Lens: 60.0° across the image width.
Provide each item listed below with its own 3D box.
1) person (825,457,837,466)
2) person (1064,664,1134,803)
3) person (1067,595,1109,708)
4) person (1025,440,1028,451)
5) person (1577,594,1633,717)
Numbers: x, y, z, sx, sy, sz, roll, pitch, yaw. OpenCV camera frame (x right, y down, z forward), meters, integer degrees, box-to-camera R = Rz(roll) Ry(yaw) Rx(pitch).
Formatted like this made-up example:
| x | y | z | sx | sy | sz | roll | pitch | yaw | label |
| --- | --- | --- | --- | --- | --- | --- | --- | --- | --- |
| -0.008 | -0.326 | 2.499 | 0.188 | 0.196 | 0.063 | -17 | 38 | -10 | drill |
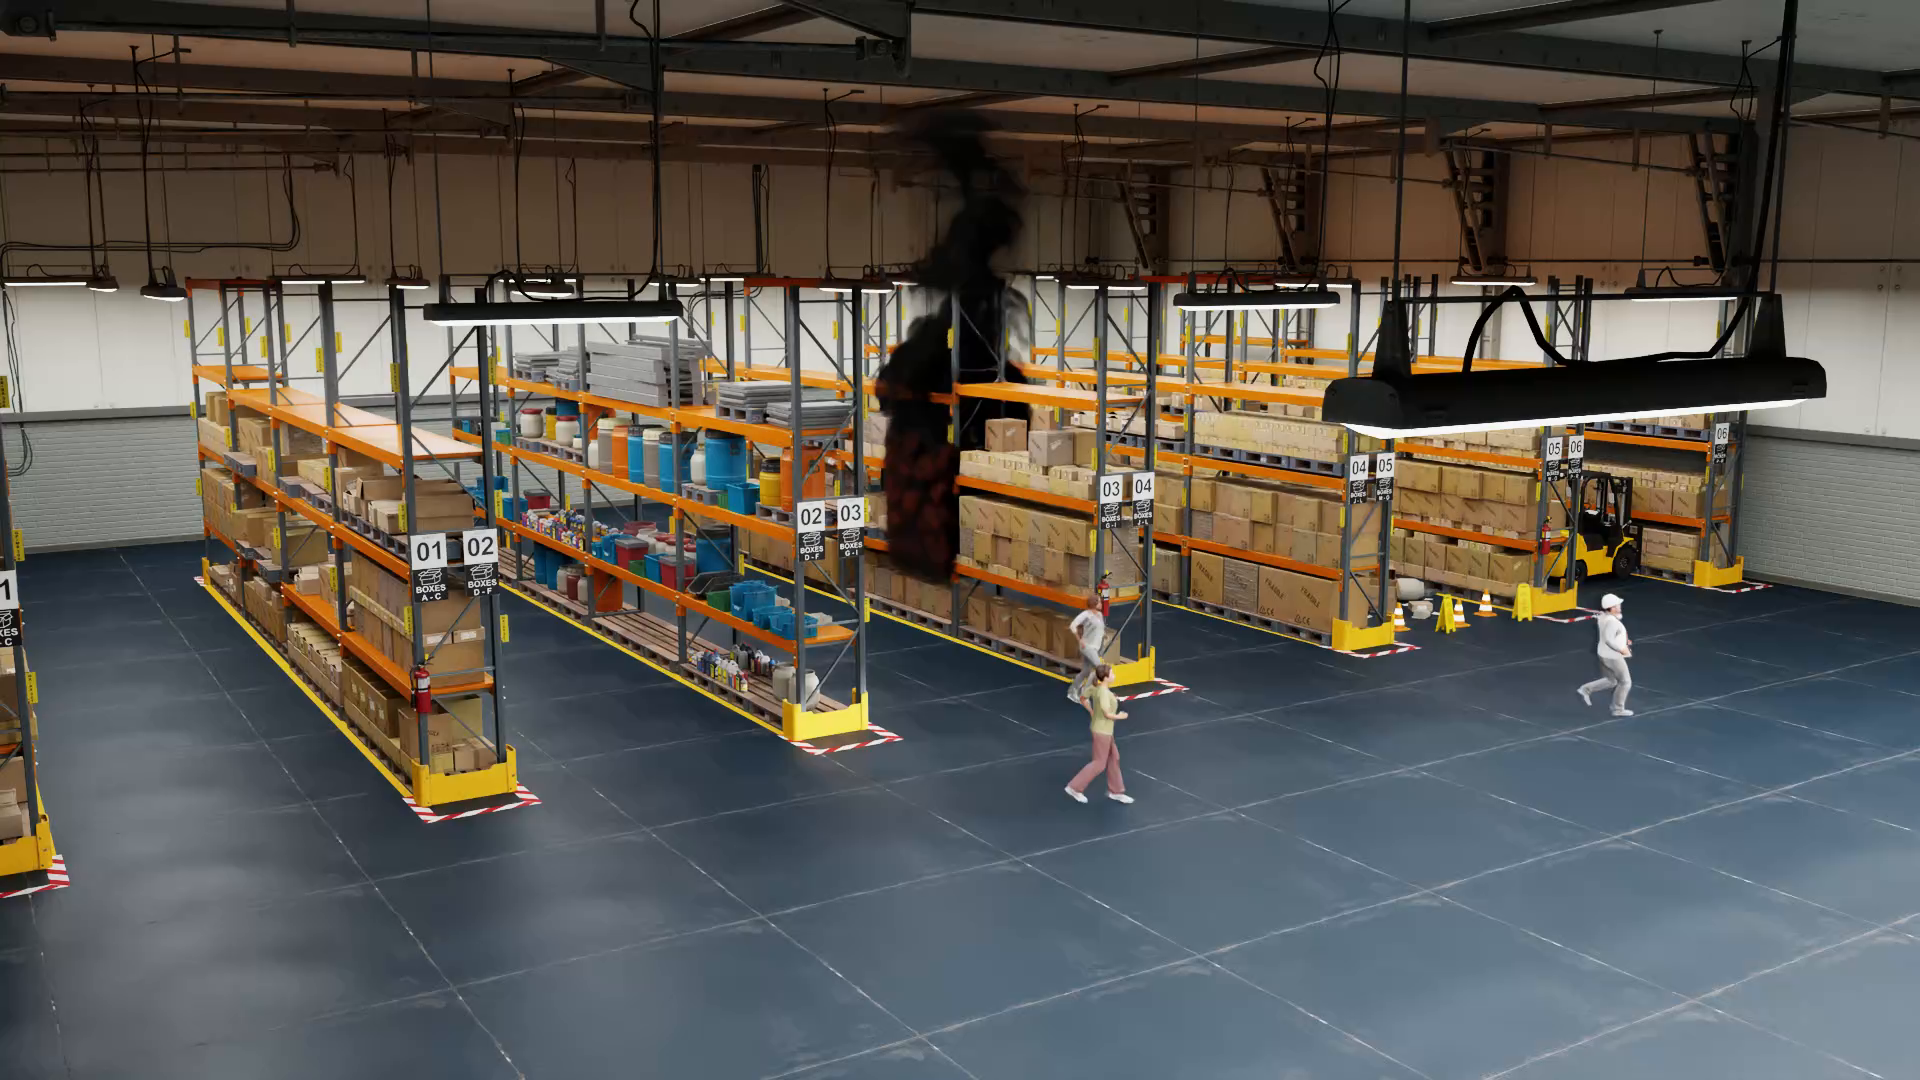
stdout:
| x | y | z | sx | sy | sz | roll | pitch | yaw | label |
| --- | --- | --- | --- | --- | --- | --- | --- | --- | --- |
| -3.226 | -1.473 | 41.401 | 0.923 | 1.751 | 0.719 | -8 | 12 | -39 | person |
| 1.635 | 2.278 | 19.426 | 0.853 | 1.697 | 0.592 | -1 | 10 | -8 | person |
| 1.865 | 1.594 | 23.908 | 0.620 | 1.572 | 0.536 | 5 | 11 | 29 | person |
| 1.680 | -1.977 | 44.757 | 0.909 | 1.611 | 0.651 | 1 | 10 | 8 | person |
| 9.076 | 1.610 | 23.242 | 0.753 | 1.731 | 0.666 | 1 | 10 | 5 | person |
